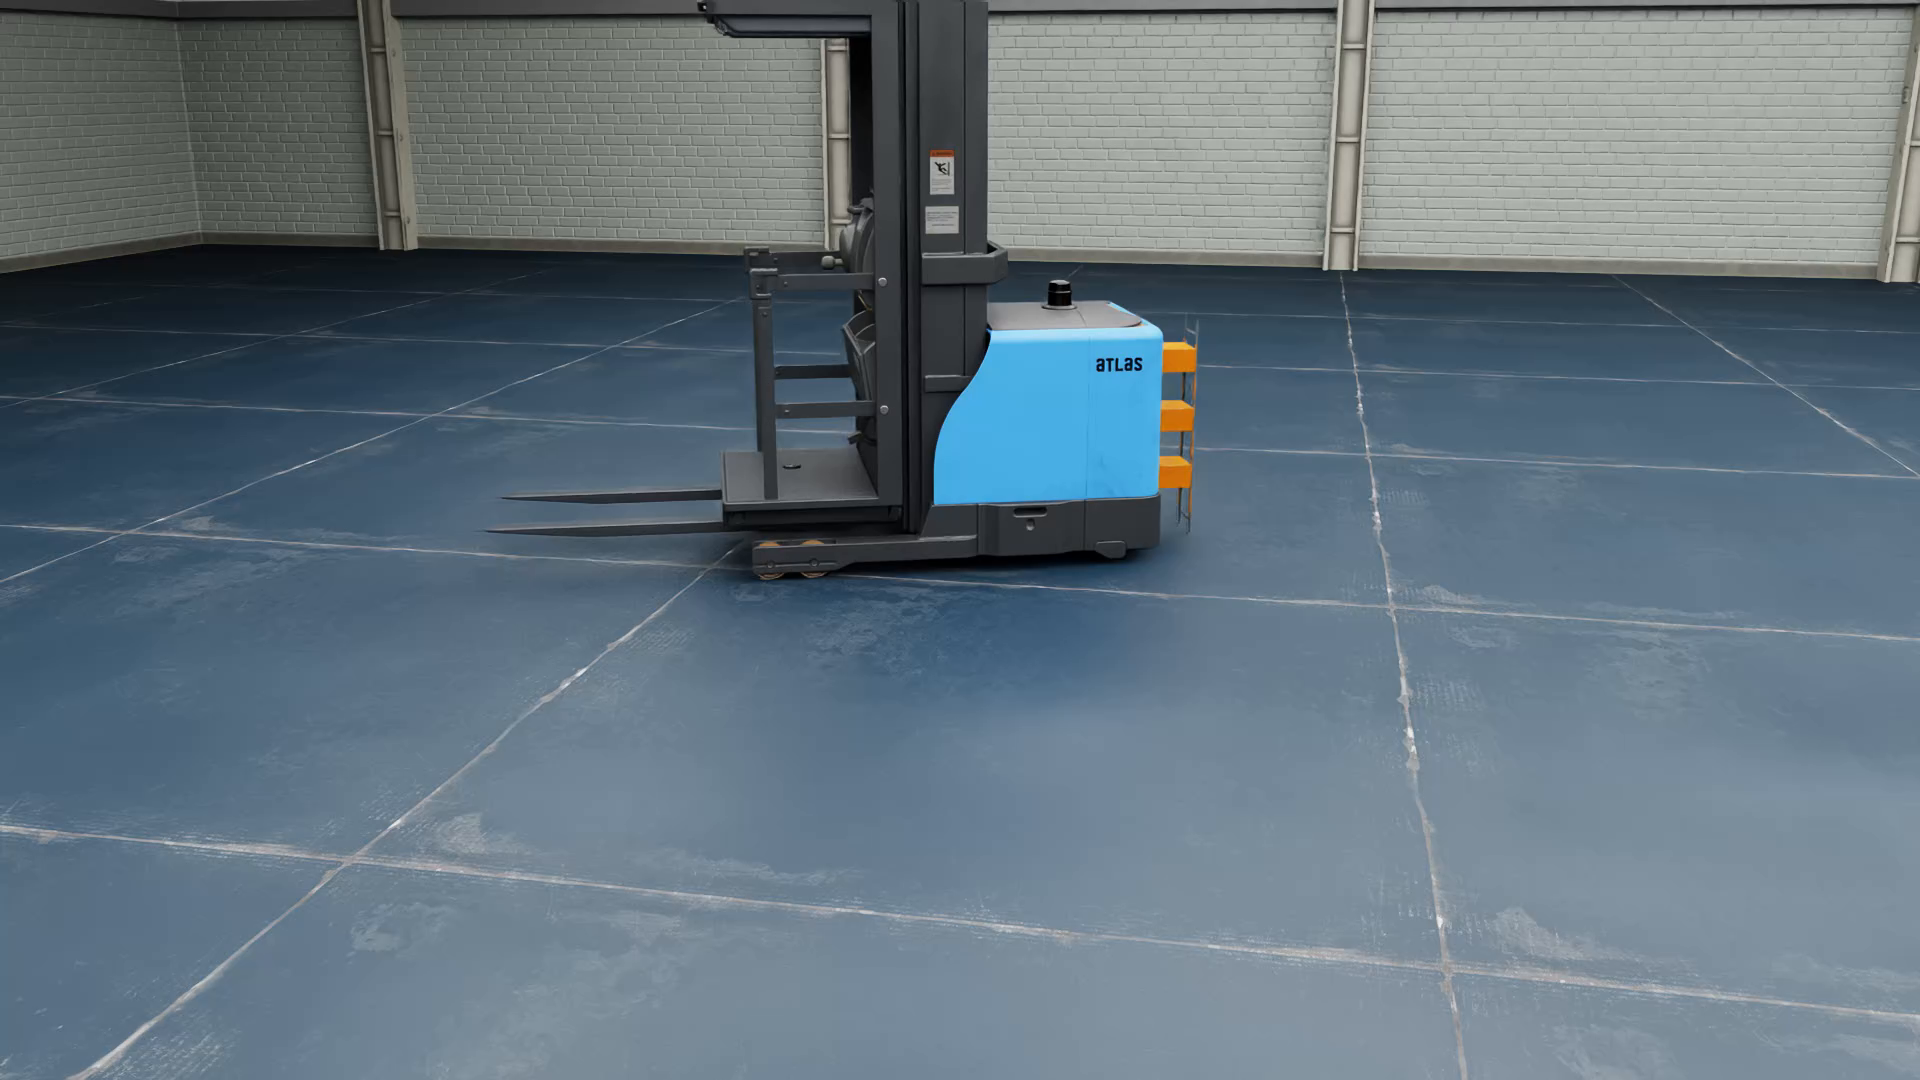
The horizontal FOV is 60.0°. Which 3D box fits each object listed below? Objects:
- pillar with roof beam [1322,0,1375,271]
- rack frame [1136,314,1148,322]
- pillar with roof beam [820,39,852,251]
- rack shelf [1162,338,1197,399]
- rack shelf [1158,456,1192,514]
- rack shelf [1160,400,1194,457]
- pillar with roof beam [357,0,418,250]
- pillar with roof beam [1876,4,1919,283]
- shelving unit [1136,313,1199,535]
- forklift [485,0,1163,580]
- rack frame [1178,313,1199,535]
[{"bbox_3d":[3.579,-6.376,14.151,0.400,9.000,9.100,3,16,11],"label":"pillar with roof beam"},{"bbox_3d":[0.861,-0.549,8.007,0.008,1.050,0.200,-2,16,-8],"label":"rack frame"},{"bbox_3d":[-2.301,-6.695,15.303,0.400,9.000,9.100,3,16,11],"label":"pillar with roof beam"},{"bbox_3d":[0.982,-0.817,7.951,0.240,0.259,0.215,-2,16,-8],"label":"rack shelf"},{"bbox_3d":[0.982,-0.276,8.101,0.240,0.259,0.215,-2,16,-8],"label":"rack shelf"},{"bbox_3d":[0.982,-0.544,8.027,0.240,0.259,0.215,-2,16,-8],"label":"rack shelf"},{"bbox_3d":[-8.180,-7.014,16.456,0.400,9.000,9.100,3,16,11],"label":"pillar with roof beam"},{"bbox_3d":[9.459,-6.056,12.999,0.400,9.000,9.100,3,16,11],"label":"pillar with roof beam"},{"bbox_3d":[0.982,-0.554,8.024,0.252,1.050,0.215,-2,16,-8],"label":"shelving unit"},{"bbox_3d":[-0.640,-1.387,7.508,3.031,2.935,1.130,-2,16,-8],"label":"forklift"},{"bbox_3d":[1.103,-0.559,8.042,0.008,1.050,0.200,-2,16,-8],"label":"rack frame"}]
